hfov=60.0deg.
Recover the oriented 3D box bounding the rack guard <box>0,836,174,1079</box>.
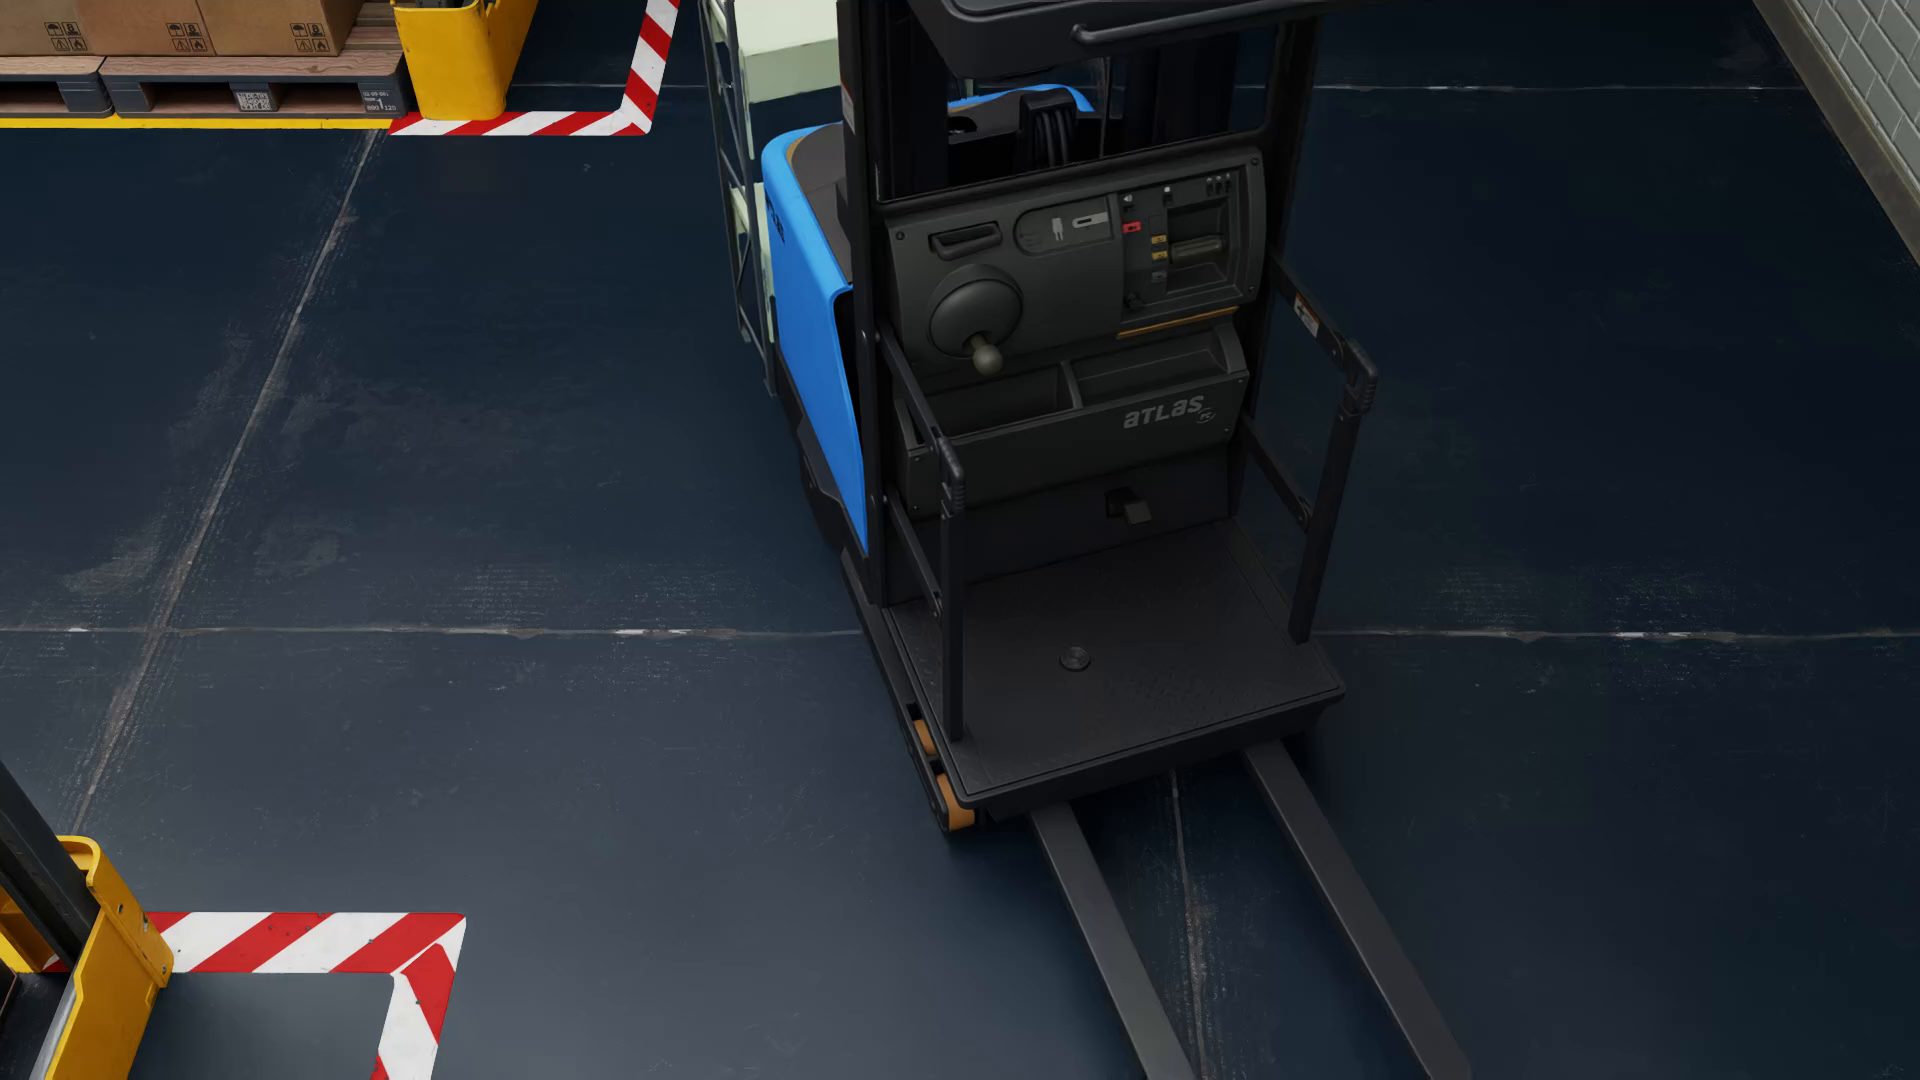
[{"bbox_3d":[-2.180,1.297,3.702,0.348,0.500,1.175,0,47,0],"label":"rack guard"}]

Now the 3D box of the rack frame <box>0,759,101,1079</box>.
[{"bbox_3d":[-2.104,0.445,2.786,0.127,3.000,1.000,0,47,0],"label":"rack frame"}]

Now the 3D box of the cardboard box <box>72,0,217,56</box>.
[{"bbox_3d":[-3.290,-2.402,6.858,0.500,0.500,0.700,0,47,0],"label":"cardboard box"}]

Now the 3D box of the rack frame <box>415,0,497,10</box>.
[{"bbox_3d":[-2.089,-3.181,6.161,0.127,3.000,1.000,0,47,0],"label":"rack frame"}]

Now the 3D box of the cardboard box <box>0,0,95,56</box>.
[{"bbox_3d":[-3.793,-2.403,6.858,0.500,0.500,0.700,-1,47,-1],"label":"cardboard box"}]

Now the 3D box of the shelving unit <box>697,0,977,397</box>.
[{"bbox_3d":[-0.371,-1.239,5.377,0.755,1.500,0.431,-16,49,-14],"label":"shelving unit"}]

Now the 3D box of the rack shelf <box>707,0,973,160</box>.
[{"bbox_3d":[-0.371,-1.506,5.092,0.720,0.370,0.431,-16,49,-14],"label":"rack shelf"}]

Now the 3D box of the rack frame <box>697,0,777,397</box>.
[{"bbox_3d":[-0.712,-1.141,5.286,0.023,1.500,0.400,-16,49,-14],"label":"rack frame"}]

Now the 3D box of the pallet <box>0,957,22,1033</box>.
[{"bbox_3d":[-2.977,1.394,3.809,1.213,0.211,1.003,0,47,0],"label":"pallet"}]

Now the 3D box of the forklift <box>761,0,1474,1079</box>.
[{"bbox_3d":[0.361,-0.555,3.765,1.130,2.935,3.031,-14,49,-13],"label":"forklift"}]

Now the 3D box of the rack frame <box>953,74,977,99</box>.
[{"bbox_3d":[-0.030,-1.336,5.468,0.023,1.500,0.400,-16,49,-14],"label":"rack frame"}]

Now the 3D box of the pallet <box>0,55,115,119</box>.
[{"bbox_3d":[-4.106,-2.181,7.136,1.213,0.211,1.003,0,47,0],"label":"pallet"}]

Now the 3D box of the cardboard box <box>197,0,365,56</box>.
[{"bbox_3d":[-2.789,-2.401,6.856,0.500,0.500,0.700,0,47,0],"label":"cardboard box"}]

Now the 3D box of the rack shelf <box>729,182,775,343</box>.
[{"bbox_3d":[-0.370,-1.016,5.615,0.720,0.370,0.431,-16,49,-14],"label":"rack shelf"}]

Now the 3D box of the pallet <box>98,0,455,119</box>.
[{"bbox_3d":[-2.889,-2.176,7.131,1.213,0.211,1.003,0,47,0],"label":"pallet"}]

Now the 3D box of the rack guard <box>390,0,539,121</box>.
[{"bbox_3d":[-2.065,-2.329,7.076,0.348,0.500,1.175,0,47,0],"label":"rack guard"}]
